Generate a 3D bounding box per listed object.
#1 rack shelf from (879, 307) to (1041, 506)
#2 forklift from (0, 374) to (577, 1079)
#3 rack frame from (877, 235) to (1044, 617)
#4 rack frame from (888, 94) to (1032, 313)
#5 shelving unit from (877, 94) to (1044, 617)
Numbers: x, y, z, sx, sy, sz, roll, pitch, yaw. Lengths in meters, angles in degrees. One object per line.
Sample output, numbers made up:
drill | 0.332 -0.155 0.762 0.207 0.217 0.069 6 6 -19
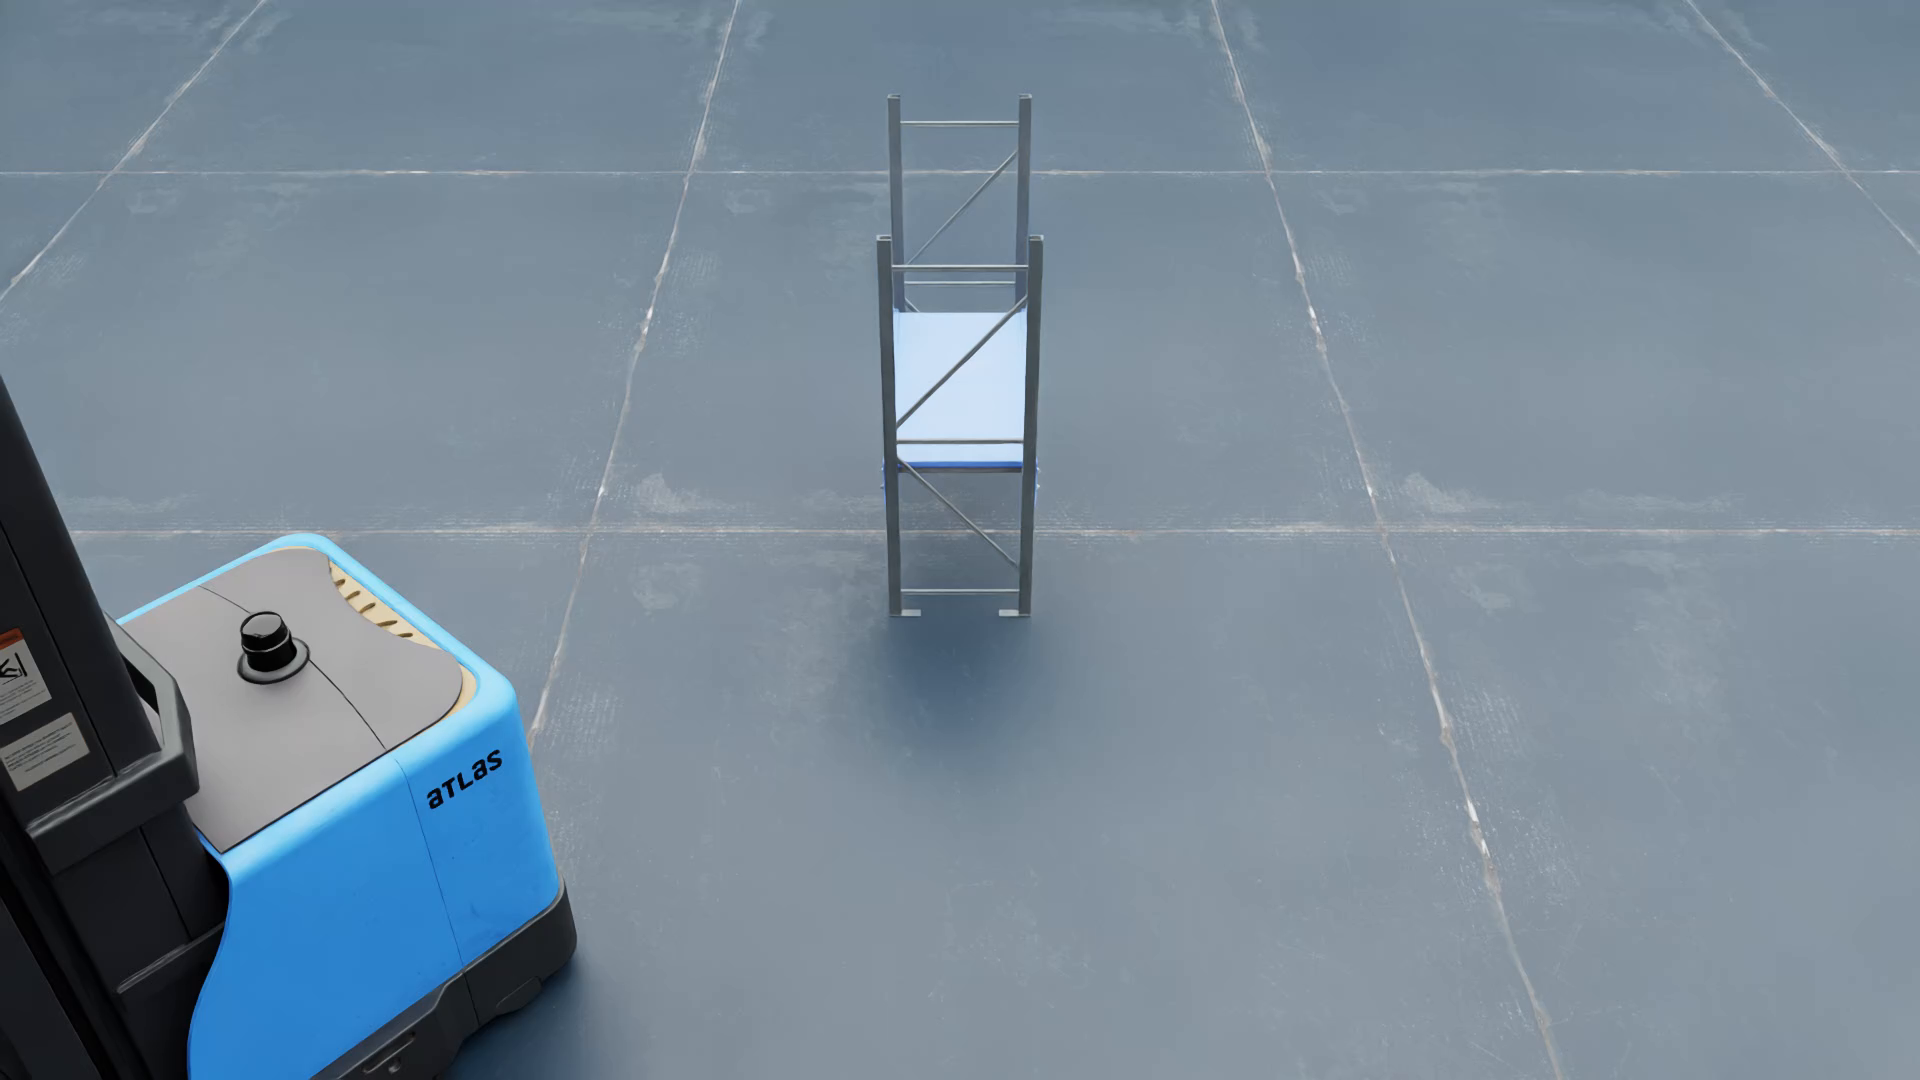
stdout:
rack shelf | 0.000 -0.498 5.960 0.538 0.185 1.000 0 39 0
forklift | -2.449 0.532 3.242 1.130 2.935 3.031 30 47 32
rack frame | 0.000 -0.321 5.451 0.500 1.500 0.032 0 39 0
rack frame | -0.001 -0.956 6.244 0.500 1.500 0.032 0 39 0
shelving unit | 0.000 -0.639 5.848 0.538 1.500 1.048 0 39 0
